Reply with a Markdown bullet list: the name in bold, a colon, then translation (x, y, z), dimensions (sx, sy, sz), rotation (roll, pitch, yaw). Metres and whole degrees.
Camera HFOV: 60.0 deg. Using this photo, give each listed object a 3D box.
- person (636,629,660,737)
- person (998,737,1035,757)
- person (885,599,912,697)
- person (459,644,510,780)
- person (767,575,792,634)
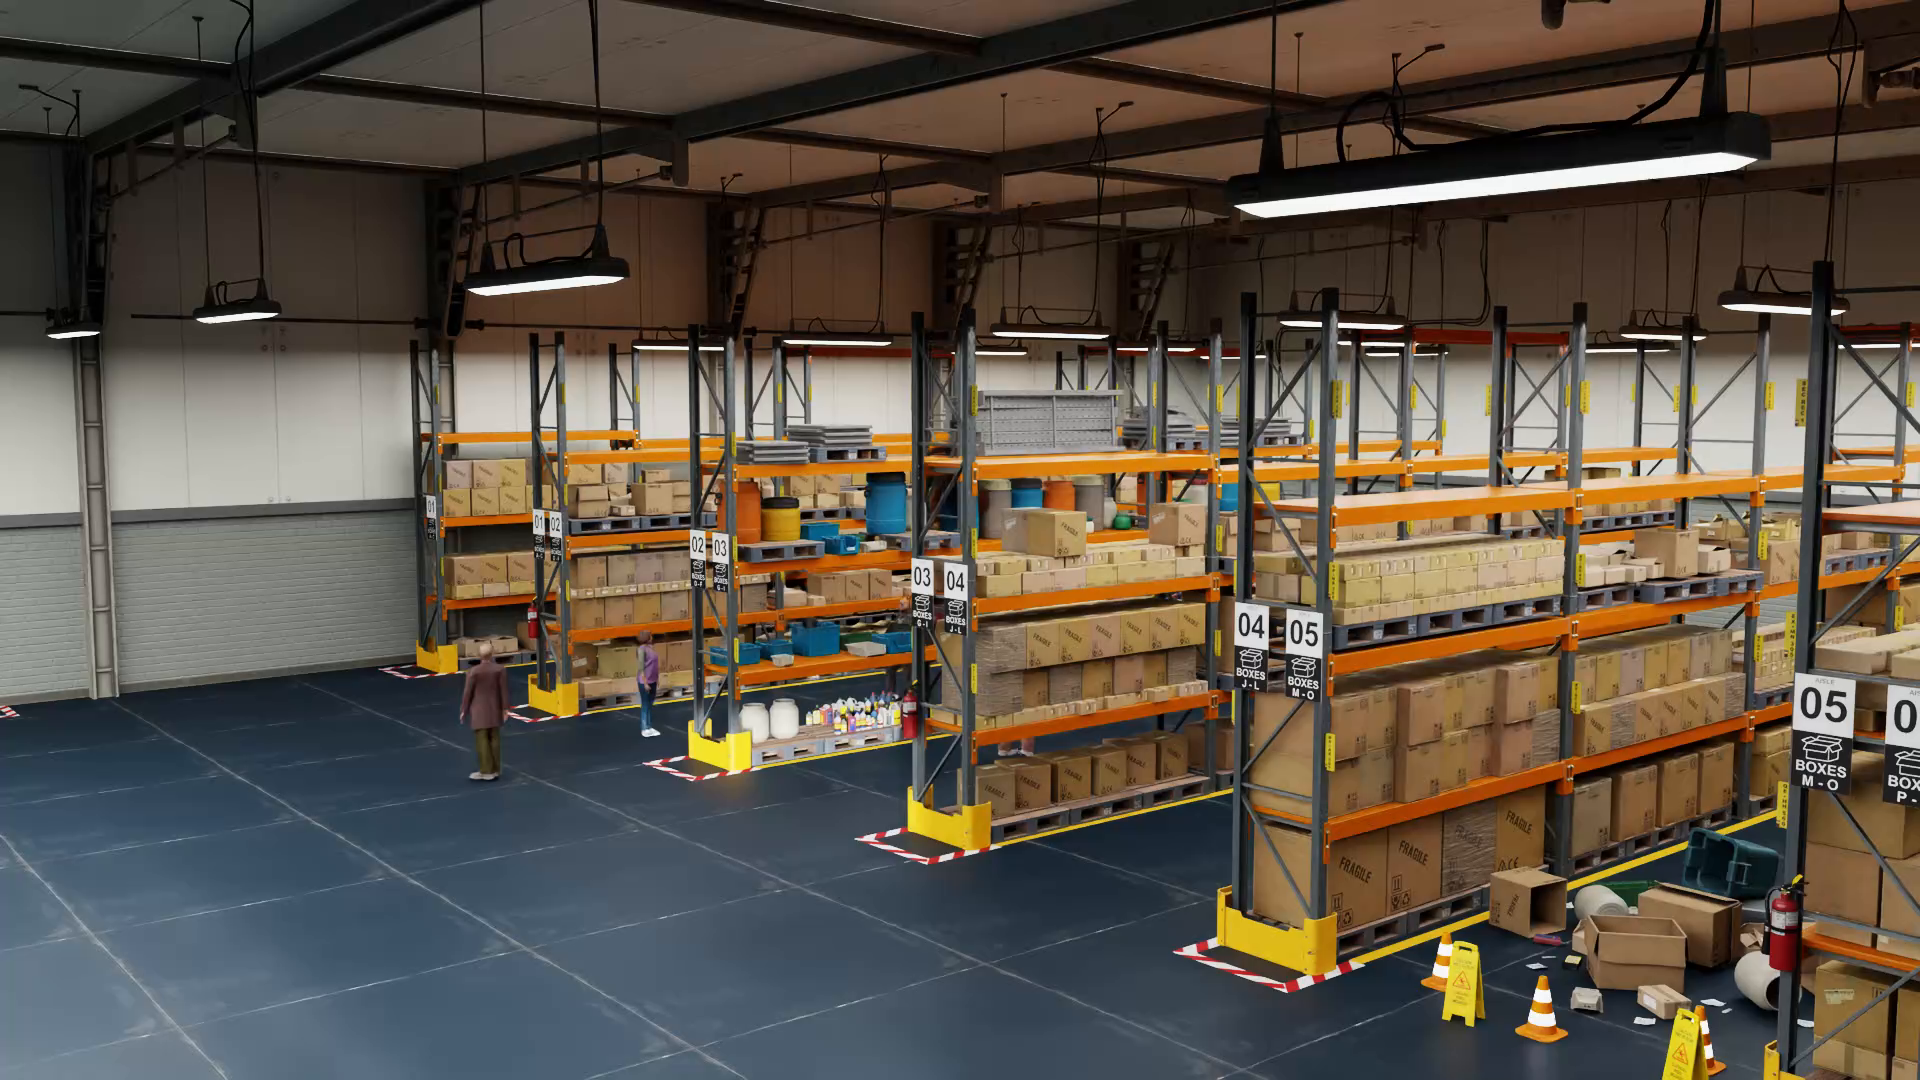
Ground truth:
- **person**: translation (-4.607, 2.104, 24.530), dimensions (0.347, 1.601, 0.474), rotation (2, 6, 22)
- **person**: translation (0.809, 2.213, 23.058), dimensions (0.563, 1.716, 0.515), rotation (-1, 5, -14)
- **person**: translation (-0.911, 1.819, 26.767), dimensions (0.861, 1.746, 0.705), rotation (-4, 6, -33)
- **person**: translation (-6.236, 2.262, 21.848), dimensions (0.644, 1.803, 0.399), rotation (-5, 7, -43)
- **person**: translation (-3.460, 1.436, 31.504), dimensions (0.985, 1.613, 0.395), rotation (-5, 7, -41)
